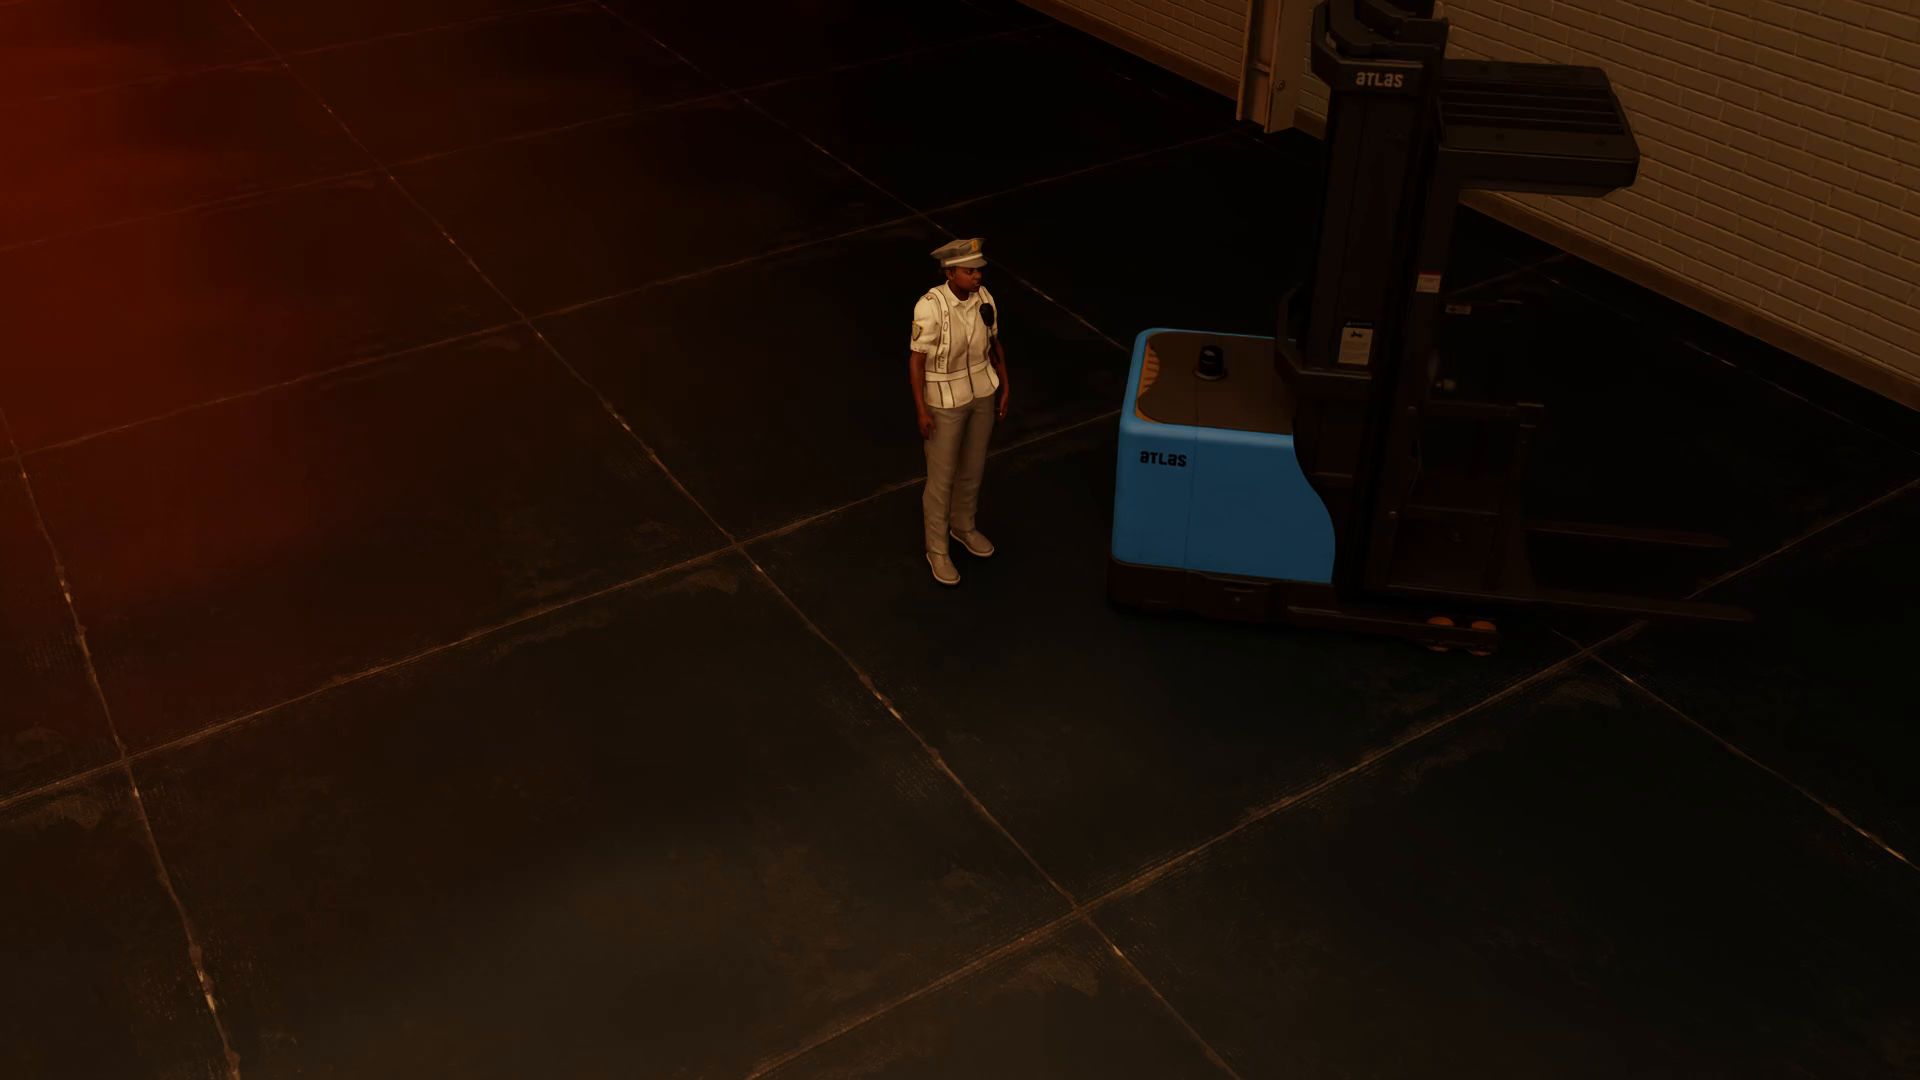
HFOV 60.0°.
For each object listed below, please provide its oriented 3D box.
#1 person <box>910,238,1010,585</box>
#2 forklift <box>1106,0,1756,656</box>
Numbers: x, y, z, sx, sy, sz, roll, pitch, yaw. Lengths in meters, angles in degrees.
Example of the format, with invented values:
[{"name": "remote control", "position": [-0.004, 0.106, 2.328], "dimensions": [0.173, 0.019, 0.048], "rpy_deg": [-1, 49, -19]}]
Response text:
[{"name": "person", "position": [0.025, -0.657, 8.145], "dimensions": [0.570, 1.697, 0.528], "rpy_deg": [-21, 40, -27]}, {"name": "forklift", "position": [2.287, -0.980, 7.542], "dimensions": [3.031, 2.935, 1.130], "rpy_deg": [6, 36, 8]}]
